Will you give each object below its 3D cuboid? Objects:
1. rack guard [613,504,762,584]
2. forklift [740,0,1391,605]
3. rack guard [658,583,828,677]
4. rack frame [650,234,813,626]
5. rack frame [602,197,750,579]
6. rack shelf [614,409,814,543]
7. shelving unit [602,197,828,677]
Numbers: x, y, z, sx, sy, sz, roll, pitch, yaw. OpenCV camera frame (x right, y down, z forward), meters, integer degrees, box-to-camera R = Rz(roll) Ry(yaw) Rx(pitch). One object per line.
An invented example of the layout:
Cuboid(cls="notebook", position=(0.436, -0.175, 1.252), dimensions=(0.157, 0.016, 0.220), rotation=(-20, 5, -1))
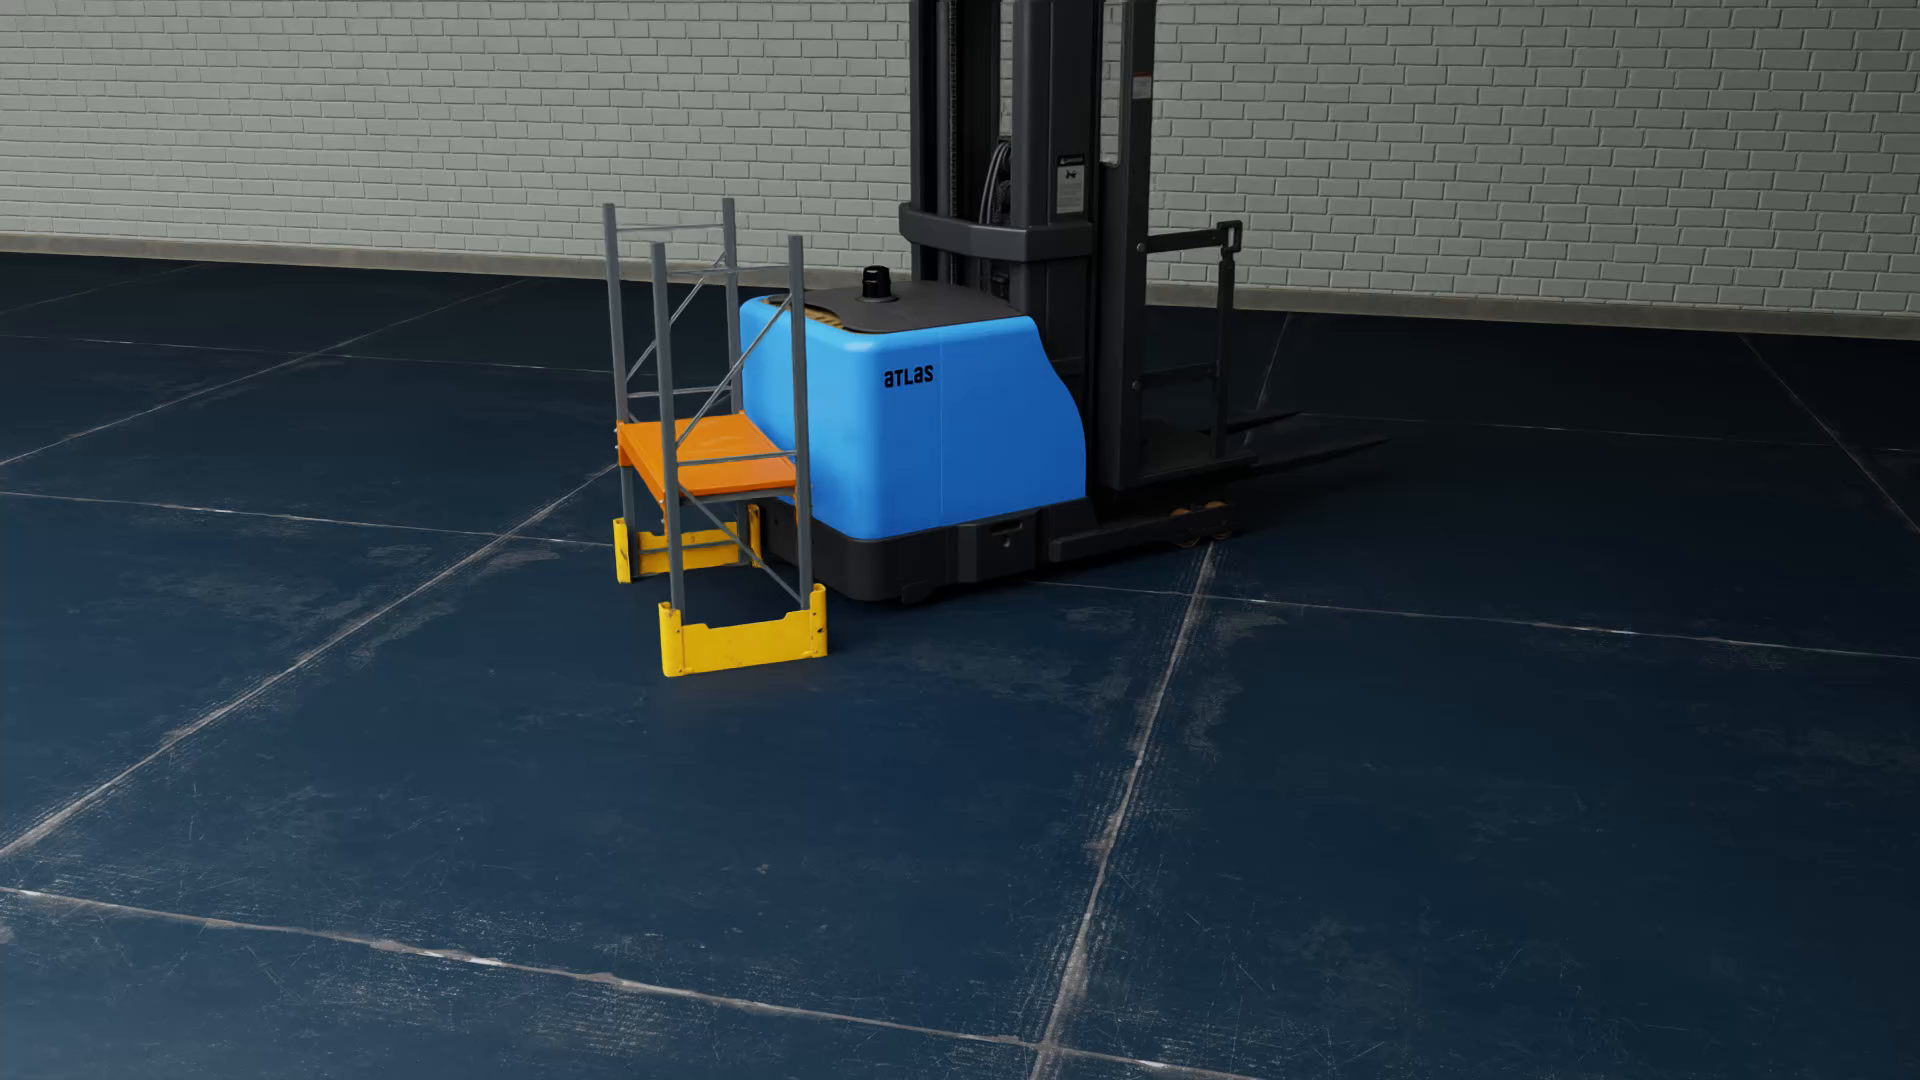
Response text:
Cuboid(cls="rack guard", position=(-1.102, 0.015, 6.758), dimensions=(0.587, 0.250, 0.087), rotation=(-7, 20, -19))
Cuboid(cls="forklift", position=(0.607, -1.484, 6.997), dimensions=(3.031, 2.935, 1.130), rotation=(-12, 22, -31))
Cuboid(cls="rack guard", position=(-0.761, 0.317, 5.873), dimensions=(0.587, 0.250, 0.087), rotation=(-7, 20, -19))
Cuboid(cls="rack frame", position=(-0.760, -0.274, 5.669), dimensions=(0.500, 1.500, 0.032), rotation=(-7, 20, -19))
Cuboid(cls="rack frame", position=(-1.109, -0.583, 6.573), dimensions=(0.500, 1.500, 0.032), rotation=(-7, 20, -19))
Cuboid(cls="rack shelf", position=(-0.935, -0.258, 6.179), dimensions=(0.538, 0.185, 1.000), rotation=(-7, 20, -19))
Cuboid(cls="shelving unit", position=(-0.931, -0.426, 6.113), dimensions=(0.587, 1.500, 1.083), rotation=(-7, 20, -19))
